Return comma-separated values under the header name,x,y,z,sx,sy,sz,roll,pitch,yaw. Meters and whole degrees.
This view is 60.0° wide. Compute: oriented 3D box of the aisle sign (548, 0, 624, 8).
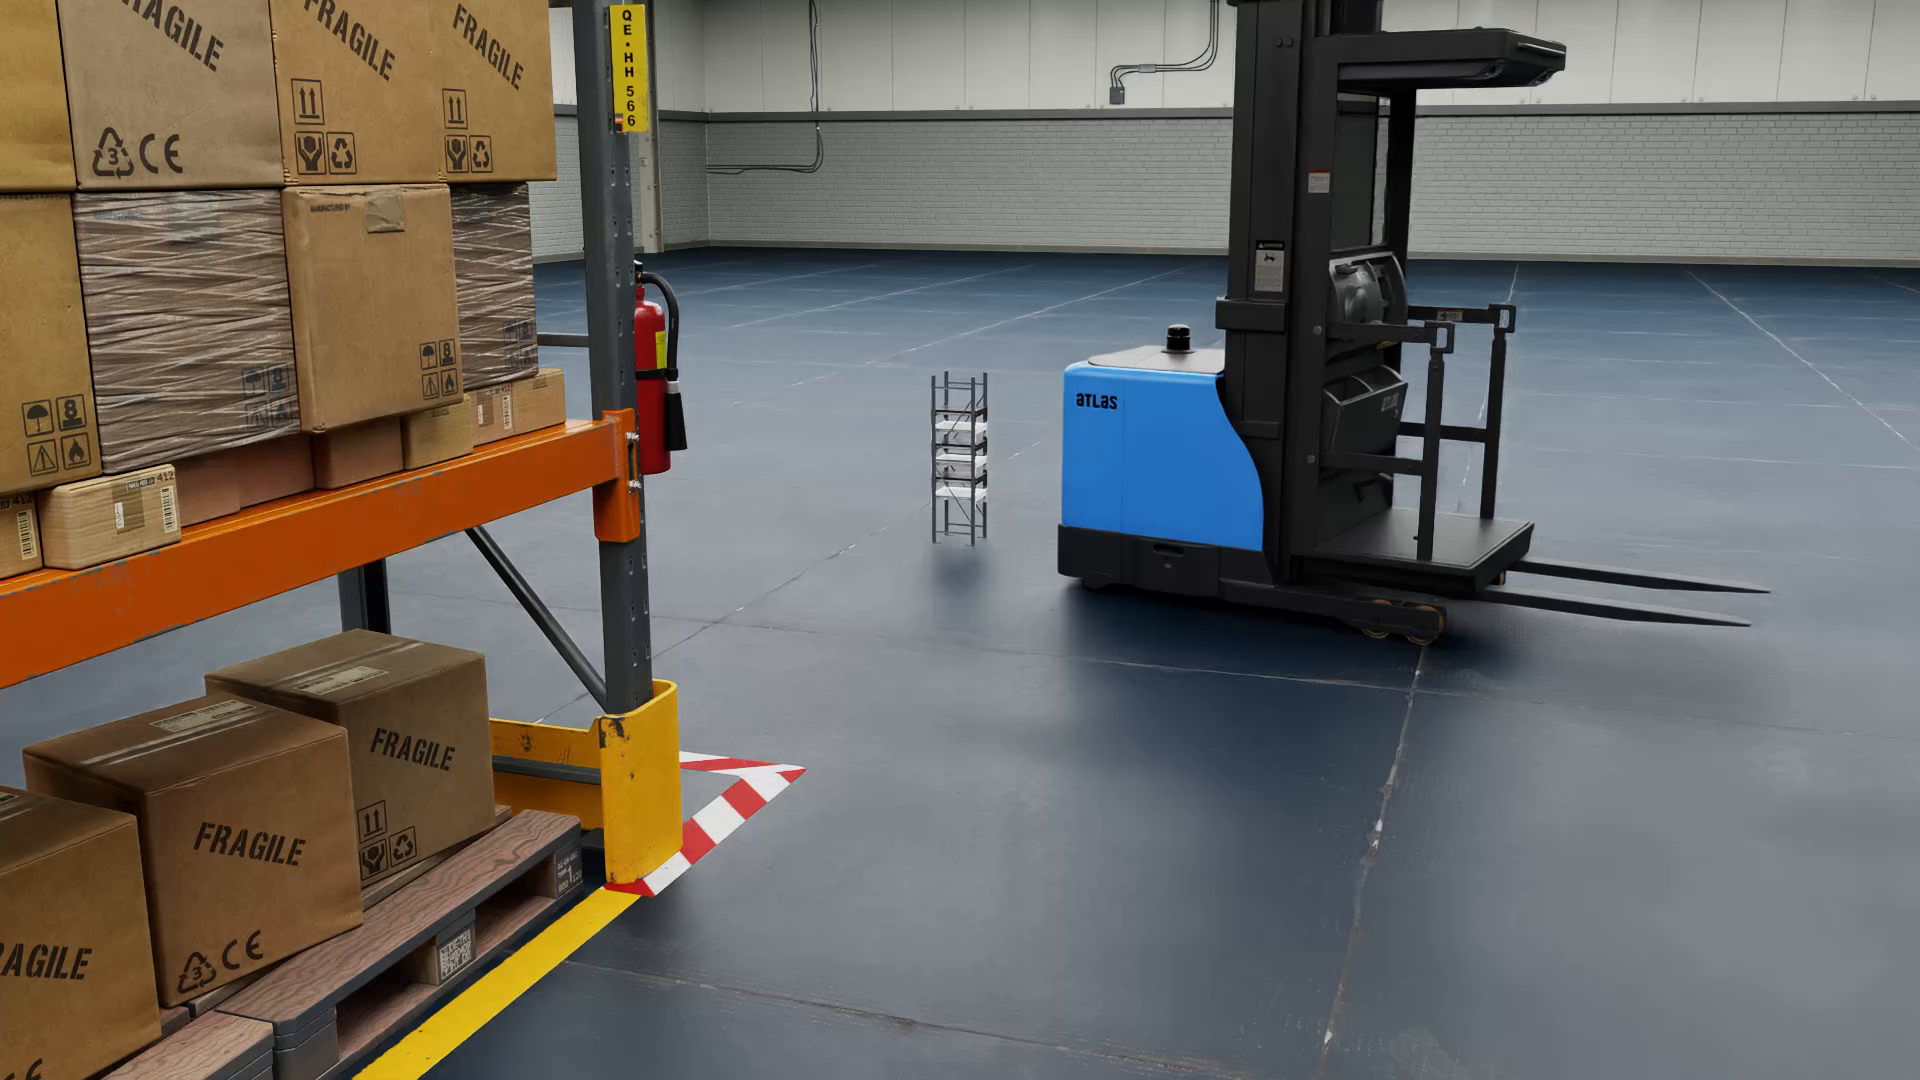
name,x,y,z,sx,sy,sz,roll,pitch,yaw
aisle sign,-1.092,-1.836,4.448,0.394,0.787,0.004,4,14,18

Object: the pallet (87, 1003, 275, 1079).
name,x,y,z,sx,sy,sz,roll,pitch,yaw
pallet,-2.113,1.223,3.155,1.003,0.211,1.213,4,14,18

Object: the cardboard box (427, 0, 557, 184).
name,x,y,z,sx,sy,sz,roll,pitch,yaw
cardboard box,-1.340,-1.125,4.034,0.500,0.500,0.500,4,14,18

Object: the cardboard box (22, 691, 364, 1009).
name,x,y,z,sx,sy,sz,roll,pitch,yaw
cardboard box,-1.775,0.696,3.873,0.500,0.500,0.500,9,15,33

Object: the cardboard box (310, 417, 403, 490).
name,x,y,z,sx,sy,sz,roll,pitch,yaw
cardboard box,-1.502,-0.219,3.772,0.380,0.149,0.250,4,14,18

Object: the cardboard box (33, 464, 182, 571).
name,x,y,z,sx,sy,sz,roll,pitch,yaw
cardboard box,-1.679,-0.056,3.058,0.380,0.149,0.250,4,14,18

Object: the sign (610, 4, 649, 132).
name,x,y,z,sx,sy,sz,roll,pitch,yaw
sign,-0.877,-1.251,4.417,0.100,0.325,0.005,4,14,18

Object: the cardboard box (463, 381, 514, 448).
name,x,y,z,sx,sy,sz,roll,pitch,yaw
cardboard box,-1.374,-0.327,4.244,0.380,0.149,0.250,4,14,18

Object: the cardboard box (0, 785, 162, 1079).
name,x,y,z,sx,sy,sz,roll,pitch,yaw
cardboard box,-1.995,0.826,3.302,0.500,0.500,0.500,6,14,24

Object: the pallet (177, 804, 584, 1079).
name,x,y,z,sx,sy,sz,roll,pitch,yaw
pallet,-1.717,0.967,4.277,1.003,0.211,1.213,4,14,18

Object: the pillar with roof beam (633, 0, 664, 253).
name,x,y,z,sx,sy,sz,roll,pitch,yaw
pillar with roof beam,-2.769,-10.497,34.754,9.100,9.000,0.400,4,14,18

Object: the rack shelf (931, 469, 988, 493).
name,x,y,z,sx,sy,sz,roll,pitch,yaw
rack shelf,-0.003,-0.317,8.908,0.258,0.077,0.200,4,14,18

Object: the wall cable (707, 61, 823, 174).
name,x,y,z,sx,sy,sz,roll,pitch,yaw
wall cable,-4.638,-9.818,38.758,3.097,2.526,0.112,4,14,18

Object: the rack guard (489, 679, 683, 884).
name,x,y,z,sx,sy,sz,roll,pitch,yaw
rack guard,-1.420,0.658,4.983,1.175,0.500,0.348,4,14,18

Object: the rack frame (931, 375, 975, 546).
name,x,y,z,sx,sy,sz,roll,pitch,yaw
rack frame,-0.036,-0.416,8.787,0.240,0.900,0.006,4,14,18

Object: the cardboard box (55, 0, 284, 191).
name,x,y,z,sx,sy,sz,roll,pitch,yaw
cardboard box,-1.660,-0.914,3.110,0.500,0.500,0.500,4,14,18

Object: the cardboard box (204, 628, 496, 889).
name,x,y,z,sx,sy,sz,roll,pitch,yaw
cardboard box,-1.614,0.567,4.435,0.500,0.500,0.500,7,15,29

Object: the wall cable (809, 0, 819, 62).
name,x,y,z,sx,sy,sz,roll,pitch,yaw
wall cable,-2.078,-12.085,37.343,3.097,2.526,0.112,4,14,18

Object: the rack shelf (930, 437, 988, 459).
name,x,y,z,sx,sy,sz,roll,pitch,yaw
rack shelf,-0.003,-0.492,8.868,0.258,0.077,0.200,4,14,18

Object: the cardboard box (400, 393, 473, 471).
name,x,y,z,sx,sy,sz,roll,pitch,yaw
cardboard box,-1.406,-0.271,3.997,0.380,0.149,0.250,4,14,18

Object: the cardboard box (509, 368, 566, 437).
name,x,y,z,sx,sy,sz,roll,pitch,yaw
cardboard box,-1.293,-0.380,4.475,0.380,0.149,0.250,4,14,18

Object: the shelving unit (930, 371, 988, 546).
name,x,y,z,sx,sy,sz,roll,pitch,yaw
shelving unit,-0.003,-0.437,8.880,0.258,0.900,0.210,4,14,18

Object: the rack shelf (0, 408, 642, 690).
name,x,y,z,sx,sy,sz,roll,pitch,yaw
rack shelf,-2.043,0.195,3.010,1.077,0.370,4.000,4,14,18

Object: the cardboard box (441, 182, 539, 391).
name,x,y,z,sx,sy,sz,roll,pitch,yaw
cardboard box,-1.600,-0.657,4.232,0.875,0.500,0.500,4,14,18

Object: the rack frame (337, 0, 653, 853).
name,x,y,z,sx,sy,sz,roll,pitch,yaw
rack frame,-1.396,-0.577,4.775,1.000,3.000,0.127,4,14,18

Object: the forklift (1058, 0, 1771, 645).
name,x,y,z,sx,sy,sz,roll,pitch,yaw
forklift,1.991,-1.119,7.302,3.031,2.935,1.130,8,15,31

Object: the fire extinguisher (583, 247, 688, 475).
name,x,y,z,sx,sy,sz,roll,pitch,yaw
fire extinguisher,-0.923,-0.530,4.743,0.296,0.674,0.183,4,14,18

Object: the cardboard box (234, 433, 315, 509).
name,x,y,z,sx,sy,sz,roll,pitch,yaw
cardboard box,-1.622,-0.169,3.554,0.380,0.149,0.250,4,14,18

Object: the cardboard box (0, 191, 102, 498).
name,x,y,z,sx,sy,sz,roll,pitch,yaw
cardboard box,-2.023,-0.336,2.827,0.875,0.500,0.500,4,14,18

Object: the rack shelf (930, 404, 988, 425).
name,x,y,z,sx,sy,sz,roll,pitch,yaw
rack shelf,-0.003,-0.668,8.828,0.258,0.077,0.200,4,14,18

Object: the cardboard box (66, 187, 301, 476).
name,x,y,z,sx,sy,sz,roll,pitch,yaw
cardboard box,-1.851,-0.441,3.285,0.875,0.500,0.500,4,14,18

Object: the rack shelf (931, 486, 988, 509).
name,x,y,z,sx,sy,sz,roll,pitch,yaw
rack shelf,-0.003,-0.229,8.928,0.258,0.077,0.200,4,14,18

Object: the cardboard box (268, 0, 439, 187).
name,x,y,z,sx,sy,sz,roll,pitch,yaw
cardboard box,-1.496,-1.019,3.571,0.500,0.500,0.500,4,14,18

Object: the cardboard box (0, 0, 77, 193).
name,x,y,z,sx,sy,sz,roll,pitch,yaw
cardboard box,-1.830,-0.809,2.652,0.500,0.500,0.500,4,14,18

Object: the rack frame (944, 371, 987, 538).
name,x,y,z,sx,sy,sz,roll,pitch,yaw
rack frame,0.030,-0.458,8.974,0.240,0.900,0.006,4,14,18

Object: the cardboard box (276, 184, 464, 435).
name,x,y,z,sx,sy,sz,roll,pitch,yaw
cardboard box,-1.648,-0.543,3.733,0.875,0.500,0.500,4,14,18

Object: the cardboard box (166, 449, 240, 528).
name,x,y,z,sx,sy,sz,roll,pitch,yaw
cardboard box,-1.682,-0.115,3.316,0.380,0.149,0.250,4,14,18

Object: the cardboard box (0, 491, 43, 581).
name,x,y,z,sx,sy,sz,roll,pitch,yaw
cardboard box,-1.825,-0.009,2.849,0.380,0.149,0.250,4,14,18

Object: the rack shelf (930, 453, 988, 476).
name,x,y,z,sx,sy,sz,roll,pitch,yaw
rack shelf,-0.003,-0.405,8.888,0.258,0.077,0.200,4,14,18

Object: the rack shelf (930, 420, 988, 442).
name,x,y,z,sx,sy,sz,roll,pitch,yaw
rack shelf,-0.003,-0.580,8.848,0.258,0.077,0.200,4,14,18

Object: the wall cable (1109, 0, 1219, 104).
name,x,y,z,sx,sy,sz,roll,pitch,yaw
wall cable,4.340,-12.303,35.025,2.305,6.003,0.169,4,14,18
